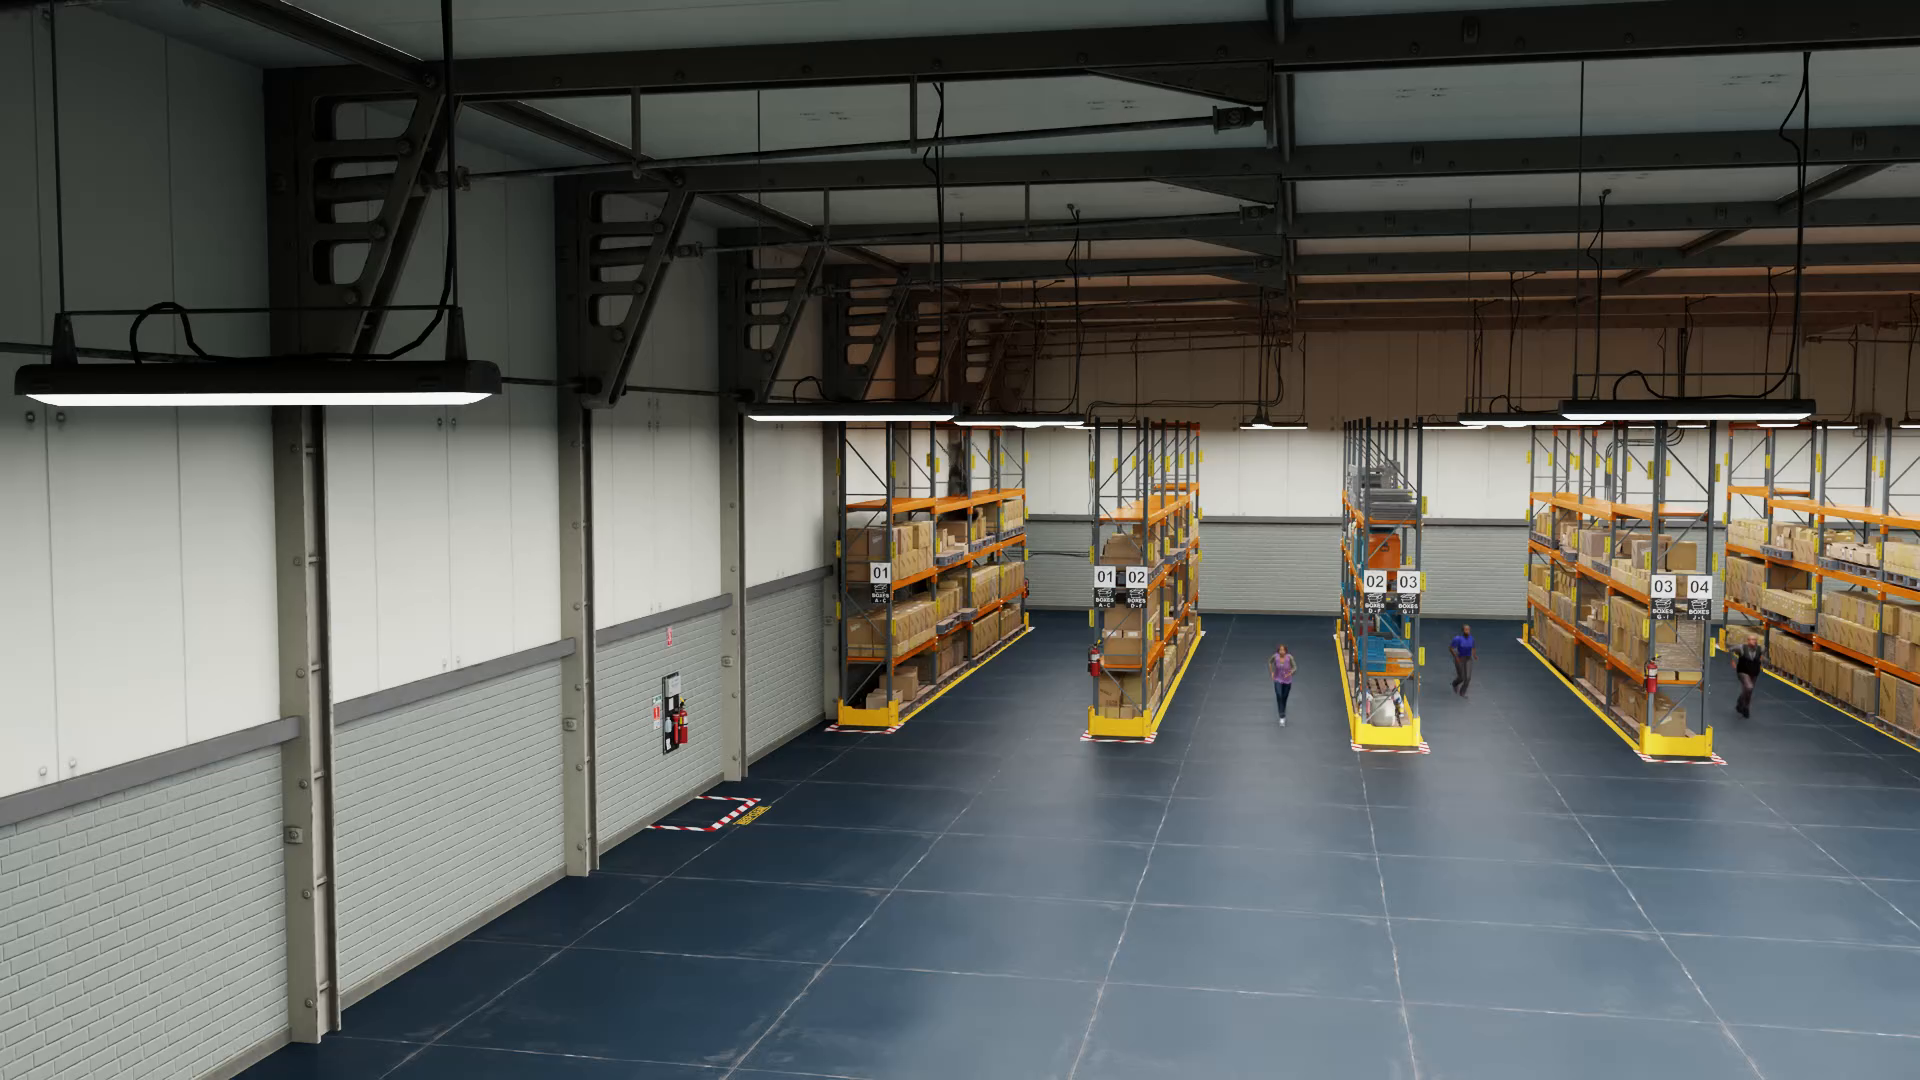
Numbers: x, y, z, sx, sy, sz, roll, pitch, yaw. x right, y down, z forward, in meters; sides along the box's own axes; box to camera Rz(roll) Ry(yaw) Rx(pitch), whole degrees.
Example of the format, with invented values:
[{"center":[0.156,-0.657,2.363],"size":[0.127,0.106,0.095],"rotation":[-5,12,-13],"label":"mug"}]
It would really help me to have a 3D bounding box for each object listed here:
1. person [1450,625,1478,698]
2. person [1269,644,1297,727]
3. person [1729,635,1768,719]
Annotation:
[{"center":[10.842,2.607,35.849],"size":[0.582,1.598,0.656],"rotation":[0,4,-7],"label":"person"},{"center":[6.357,2.813,32.769],"size":[0.540,1.588,0.997],"rotation":[1,4,8],"label":"person"},{"center":[15.793,2.715,33.340],"size":[0.646,1.692,0.924],"rotation":[0,4,0],"label":"person"}]
